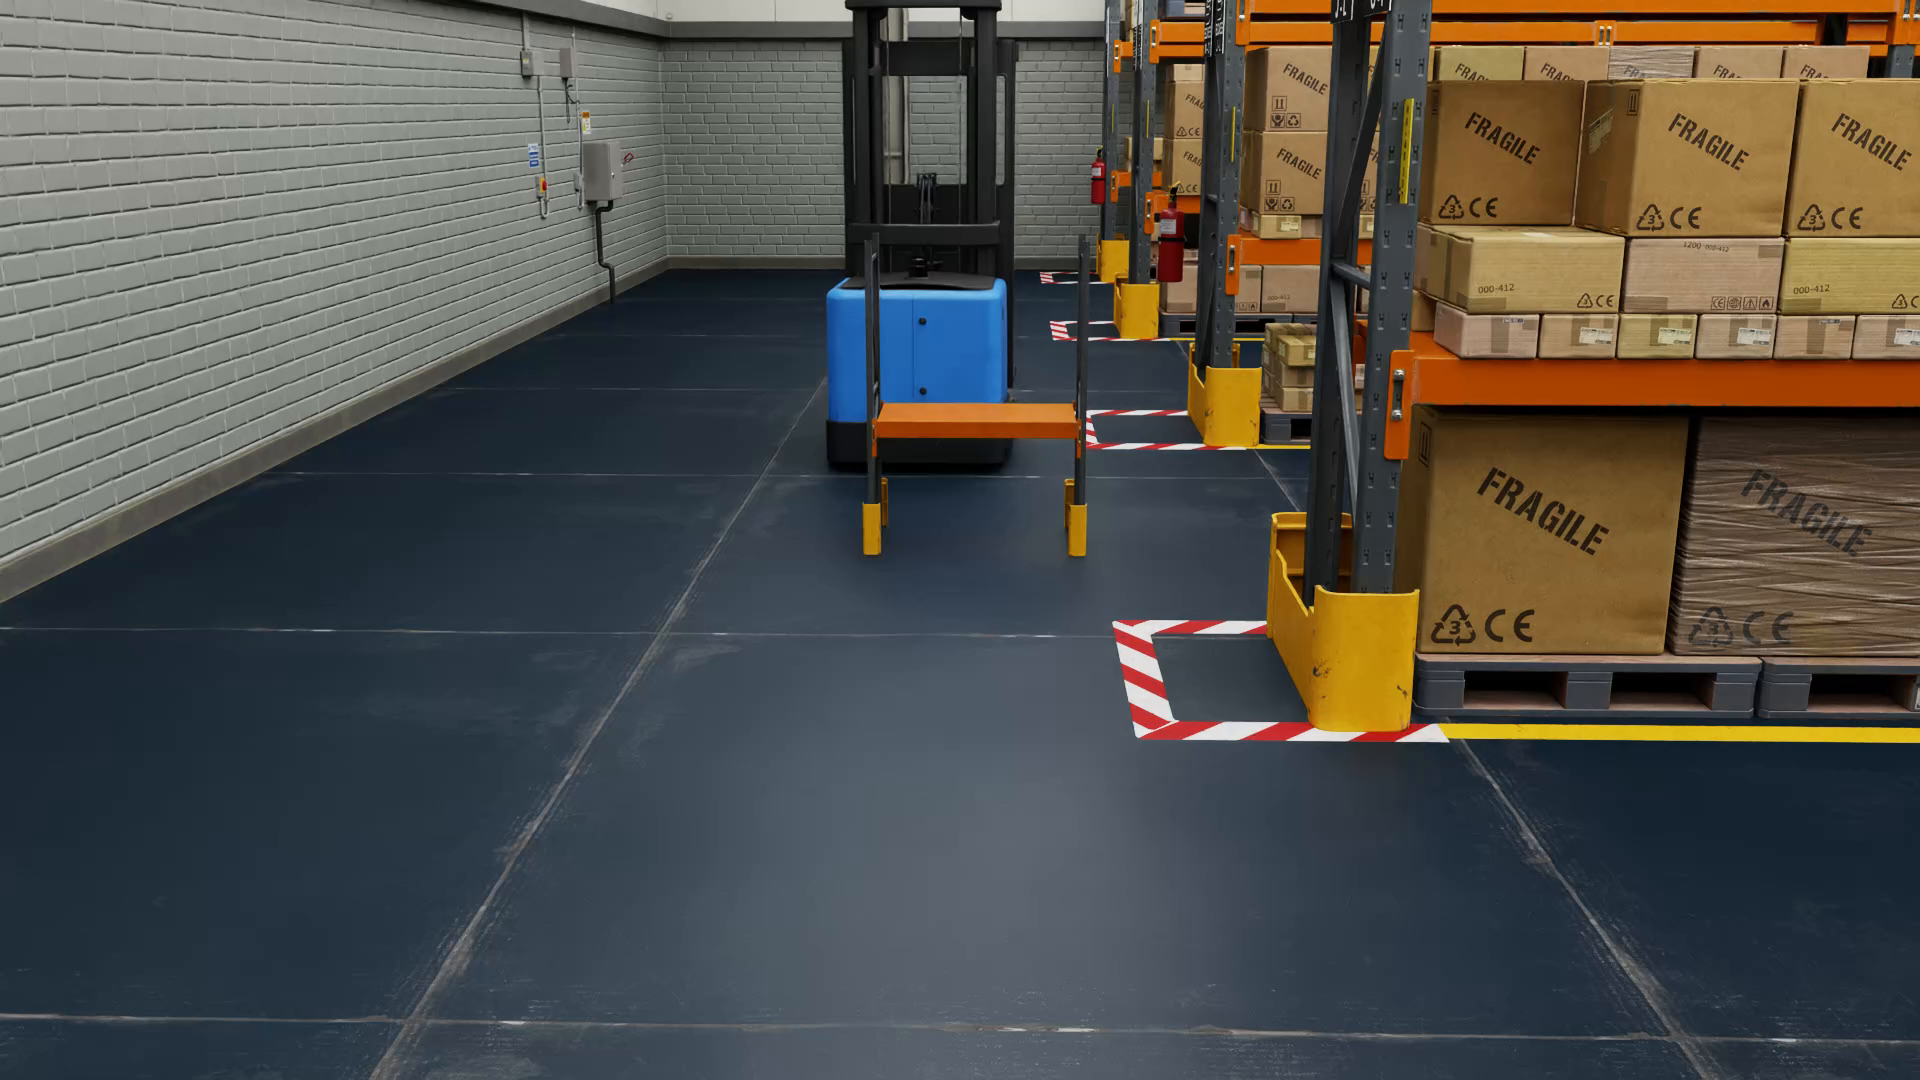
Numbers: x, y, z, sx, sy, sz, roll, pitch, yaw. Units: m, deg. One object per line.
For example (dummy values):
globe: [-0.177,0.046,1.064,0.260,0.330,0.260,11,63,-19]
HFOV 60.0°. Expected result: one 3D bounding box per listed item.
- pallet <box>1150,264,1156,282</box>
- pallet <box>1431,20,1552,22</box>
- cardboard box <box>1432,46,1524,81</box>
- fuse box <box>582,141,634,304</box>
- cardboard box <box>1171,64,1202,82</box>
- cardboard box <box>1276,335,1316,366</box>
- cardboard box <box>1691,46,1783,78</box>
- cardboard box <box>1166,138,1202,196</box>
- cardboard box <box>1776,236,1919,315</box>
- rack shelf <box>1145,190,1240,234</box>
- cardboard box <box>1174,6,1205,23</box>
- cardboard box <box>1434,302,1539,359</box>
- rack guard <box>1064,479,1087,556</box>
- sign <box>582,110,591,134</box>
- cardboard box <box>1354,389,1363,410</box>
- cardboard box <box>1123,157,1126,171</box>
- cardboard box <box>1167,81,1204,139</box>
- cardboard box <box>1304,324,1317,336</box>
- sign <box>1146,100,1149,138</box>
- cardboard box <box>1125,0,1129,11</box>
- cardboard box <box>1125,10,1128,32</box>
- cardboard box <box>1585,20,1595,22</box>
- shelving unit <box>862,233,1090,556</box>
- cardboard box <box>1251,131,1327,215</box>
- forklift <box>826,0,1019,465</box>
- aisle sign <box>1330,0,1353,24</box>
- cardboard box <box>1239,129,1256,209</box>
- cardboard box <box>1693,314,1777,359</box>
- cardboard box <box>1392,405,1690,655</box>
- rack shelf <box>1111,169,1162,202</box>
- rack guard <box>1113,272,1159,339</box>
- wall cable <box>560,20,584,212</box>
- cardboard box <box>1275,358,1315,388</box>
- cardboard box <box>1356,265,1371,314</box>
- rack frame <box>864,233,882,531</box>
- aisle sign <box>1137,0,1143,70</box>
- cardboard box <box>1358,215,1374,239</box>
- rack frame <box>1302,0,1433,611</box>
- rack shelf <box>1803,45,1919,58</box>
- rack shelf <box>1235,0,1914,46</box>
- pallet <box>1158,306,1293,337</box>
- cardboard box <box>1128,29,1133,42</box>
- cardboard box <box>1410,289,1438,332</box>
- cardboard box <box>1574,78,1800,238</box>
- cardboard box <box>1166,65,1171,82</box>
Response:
pallet: [2.697,-3.369,20.695,1.213,0.211,1.003,0,15,1]
pallet: [4.882,-4.846,15.122,1.213,0.211,1.003,0,15,1]
cardboard box: [3.142,-2.788,10.288,0.500,0.500,0.500,0,15,0]
fuse box: [-3.737,-3.399,17.870,0.414,1.711,0.539,0,15,1]
cardboard box: [2.049,-4.229,15.063,0.250,0.149,0.380,1,15,3]
cardboard box: [2.191,-1.216,10.668,0.250,0.149,0.380,0,15,-1]
cardboard box: [4.681,-2.779,10.256,0.500,0.500,0.500,0,15,0]
cardboard box: [2.174,-3.429,15.260,0.500,0.500,0.500,0,15,1]
cardboard box: [2.943,-0.923,5.669,0.500,0.250,0.500,0,15,0]
rack shelf: [3.701,-3.096,15.604,4.000,0.370,1.077,0,15,1]
cardboard box: [2.770,-6.174,19.691,0.500,0.250,0.500,1,15,2]
cardboard box: [1.795,-0.722,5.687,0.250,0.149,0.380,1,15,2]
rack guard: [0.574,-0.117,8.294,0.087,0.250,0.587,0,15,1]
sign: [-3.945,-4.409,17.552,0.001,0.242,0.339,0,15,1]
cardboard box: [2.455,-0.952,10.835,0.250,0.149,0.380,0,15,1]
cardboard box: [2.162,-4.667,20.643,0.250,0.149,0.380,0,15,1]
cardboard box: [2.174,-3.913,15.134,0.500,0.500,0.500,0,15,0]
cardboard box: [2.461,-1.351,11.179,0.250,0.149,0.380,1,15,3]
sign: [1.681,-3.772,14.905,0.005,0.325,0.100,0,15,1]
cardboard box: [2.276,-6.554,20.153,0.500,0.250,0.500,0,15,0]
cardboard box: [2.276,-6.311,20.211,0.500,0.250,0.500,0,15,0]
cardboard box: [7.674,-6.296,19.917,0.250,0.149,0.380,0,15,2]
shelving unit: [0.076,-0.725,8.147,1.083,1.500,0.587,0,15,1]
cardboard box: [2.118,-2.312,10.446,0.500,0.500,0.500,1,15,4]
forklift: [-0.179,-2.185,10.875,1.130,2.935,3.031,1,15,3]
aisle sign: [1.384,-2.263,5.943,0.004,0.787,0.394,0,15,1]
cardboard box: [2.132,-2.449,10.962,0.500,0.500,0.500,1,15,3]
cardboard box: [2.568,-0.717,5.671,0.250,0.149,0.380,0,15,1]
cardboard box: [2.090,-0.121,6.262,0.875,0.875,0.875,0,15,1]
rack shelf: [3.824,-4.362,20.402,4.000,0.370,1.077,0,15,1]
rack guard: [1.677,-2.248,15.881,0.348,0.500,1.175,0,15,1]
wall cable: [-3.912,-4.340,16.920,0.122,1.984,0.588,0,15,1]
cardboard box: [2.193,-1.093,10.786,0.250,0.149,0.380,1,15,4]
cardboard box: [4.180,-2.432,15.877,0.875,0.438,0.875,0,15,0]
rack frame: [-0.423,-0.728,8.159,0.032,1.500,0.500,0,15,1]
aisle sign: [1.622,-4.640,14.952,0.004,0.787,0.394,0,15,1]
cardboard box: [2.514,-1.980,10.457,0.250,0.149,0.380,0,15,0]
rack frame: [1.448,-0.929,5.983,0.127,3.000,1.000,0,15,1]
rack shelf: [11.821,-5.760,19.822,4.000,0.370,1.077,0,15,1]
rack shelf: [3.675,-3.283,10.434,4.000,0.370,1.077,0,15,1]
pallet: [2.503,-2.123,15.974,1.213,0.211,1.003,0,15,1]
cardboard box: [2.137,-5.990,19.777,0.250,0.149,0.380,1,15,3]
cardboard box: [1.813,-0.890,6.324,0.250,0.149,0.380,1,15,2]
cardboard box: [2.421,-1.288,5.583,0.500,0.500,0.500,0,15,0]
cardboard box: [2.065,-4.351,15.524,0.250,0.149,0.380,1,15,2]
